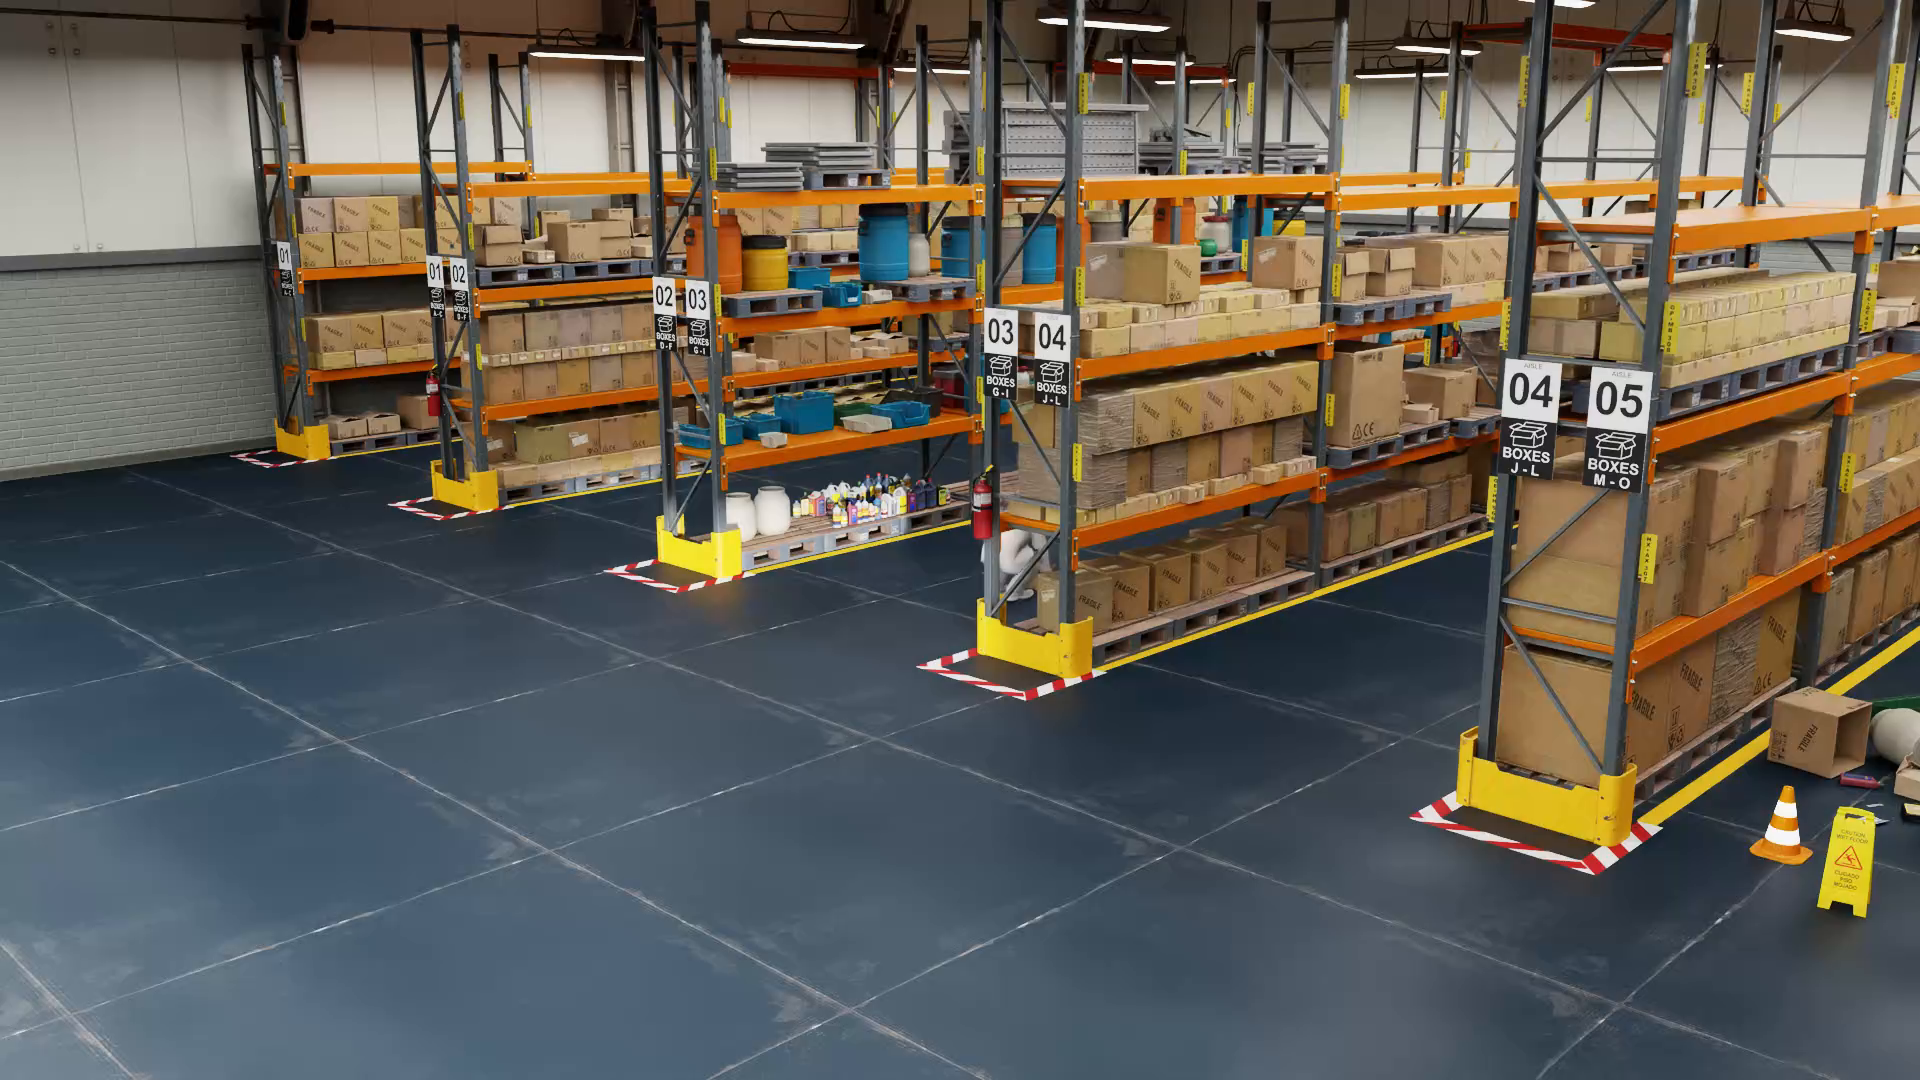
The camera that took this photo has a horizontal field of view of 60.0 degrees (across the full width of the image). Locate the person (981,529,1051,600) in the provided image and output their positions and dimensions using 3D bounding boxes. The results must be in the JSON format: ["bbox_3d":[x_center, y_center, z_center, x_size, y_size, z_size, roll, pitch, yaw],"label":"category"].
[{"bbox_3d":[0.589,0.131,17.354,0.601,0.906,0.906,13,18,43],"label":"person"}]
